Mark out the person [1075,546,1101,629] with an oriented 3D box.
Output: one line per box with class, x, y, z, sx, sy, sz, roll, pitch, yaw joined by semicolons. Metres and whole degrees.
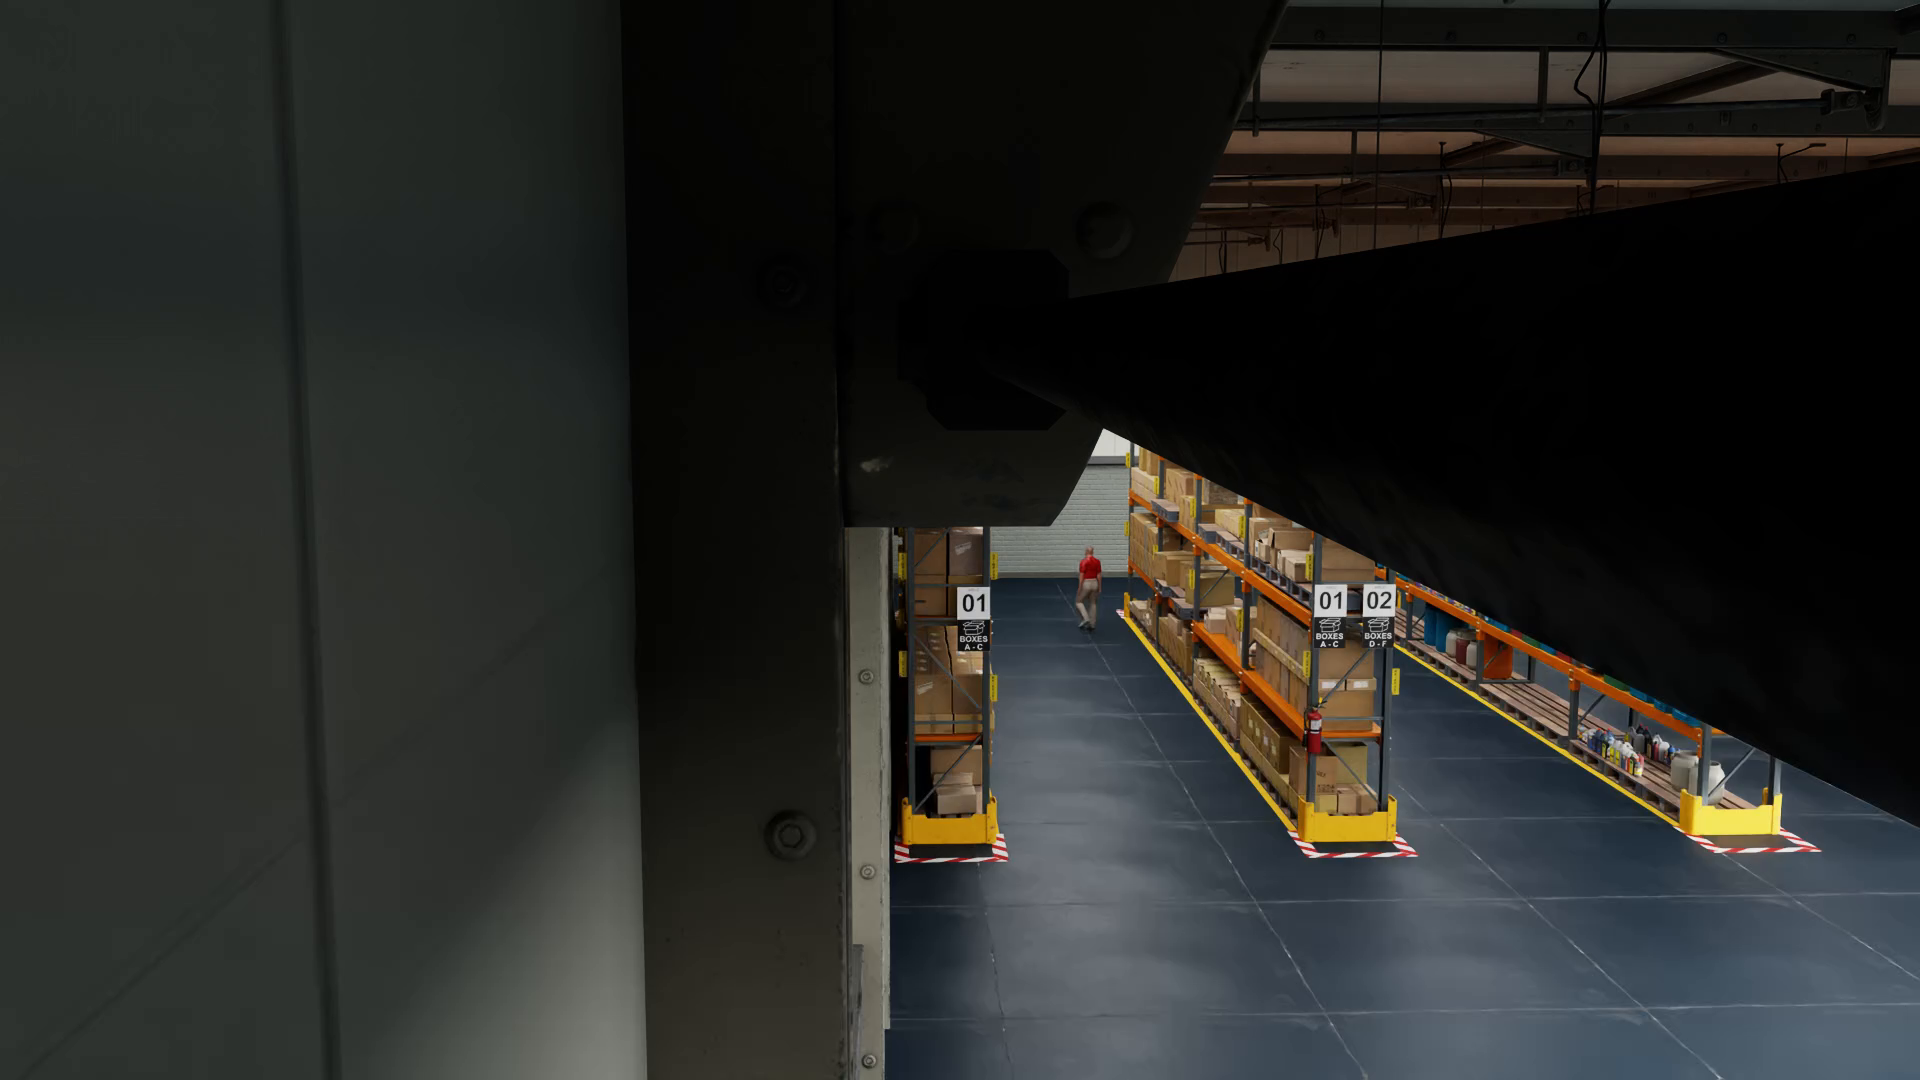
person;2.726;0.999;34.975;0.576;1.729;0.474;-4;8;-29
